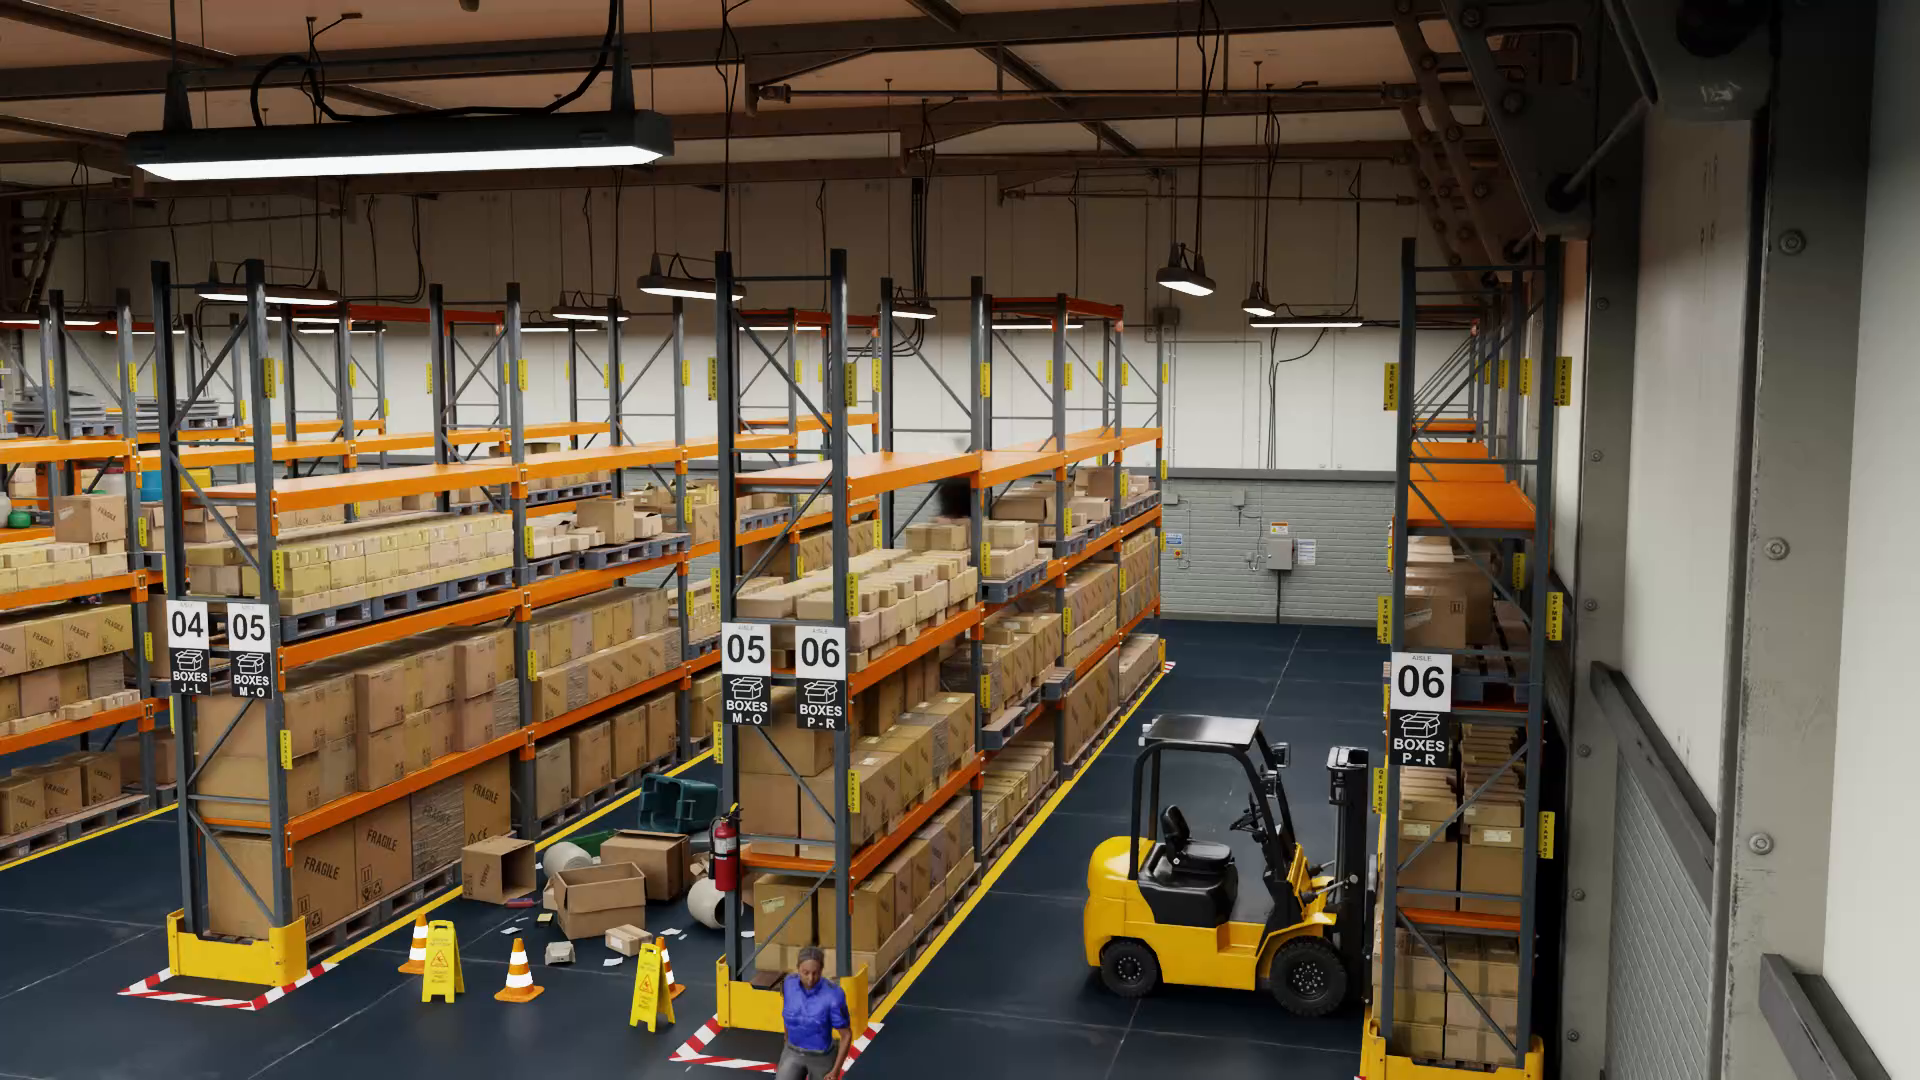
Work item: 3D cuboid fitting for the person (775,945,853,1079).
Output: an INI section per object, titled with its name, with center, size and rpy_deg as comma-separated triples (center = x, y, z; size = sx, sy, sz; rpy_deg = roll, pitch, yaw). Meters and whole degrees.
[person]
center = -0.906, 3.270, 10.416
size = 0.548, 1.586, 0.751
rpy_deg = 1, 6, 12
